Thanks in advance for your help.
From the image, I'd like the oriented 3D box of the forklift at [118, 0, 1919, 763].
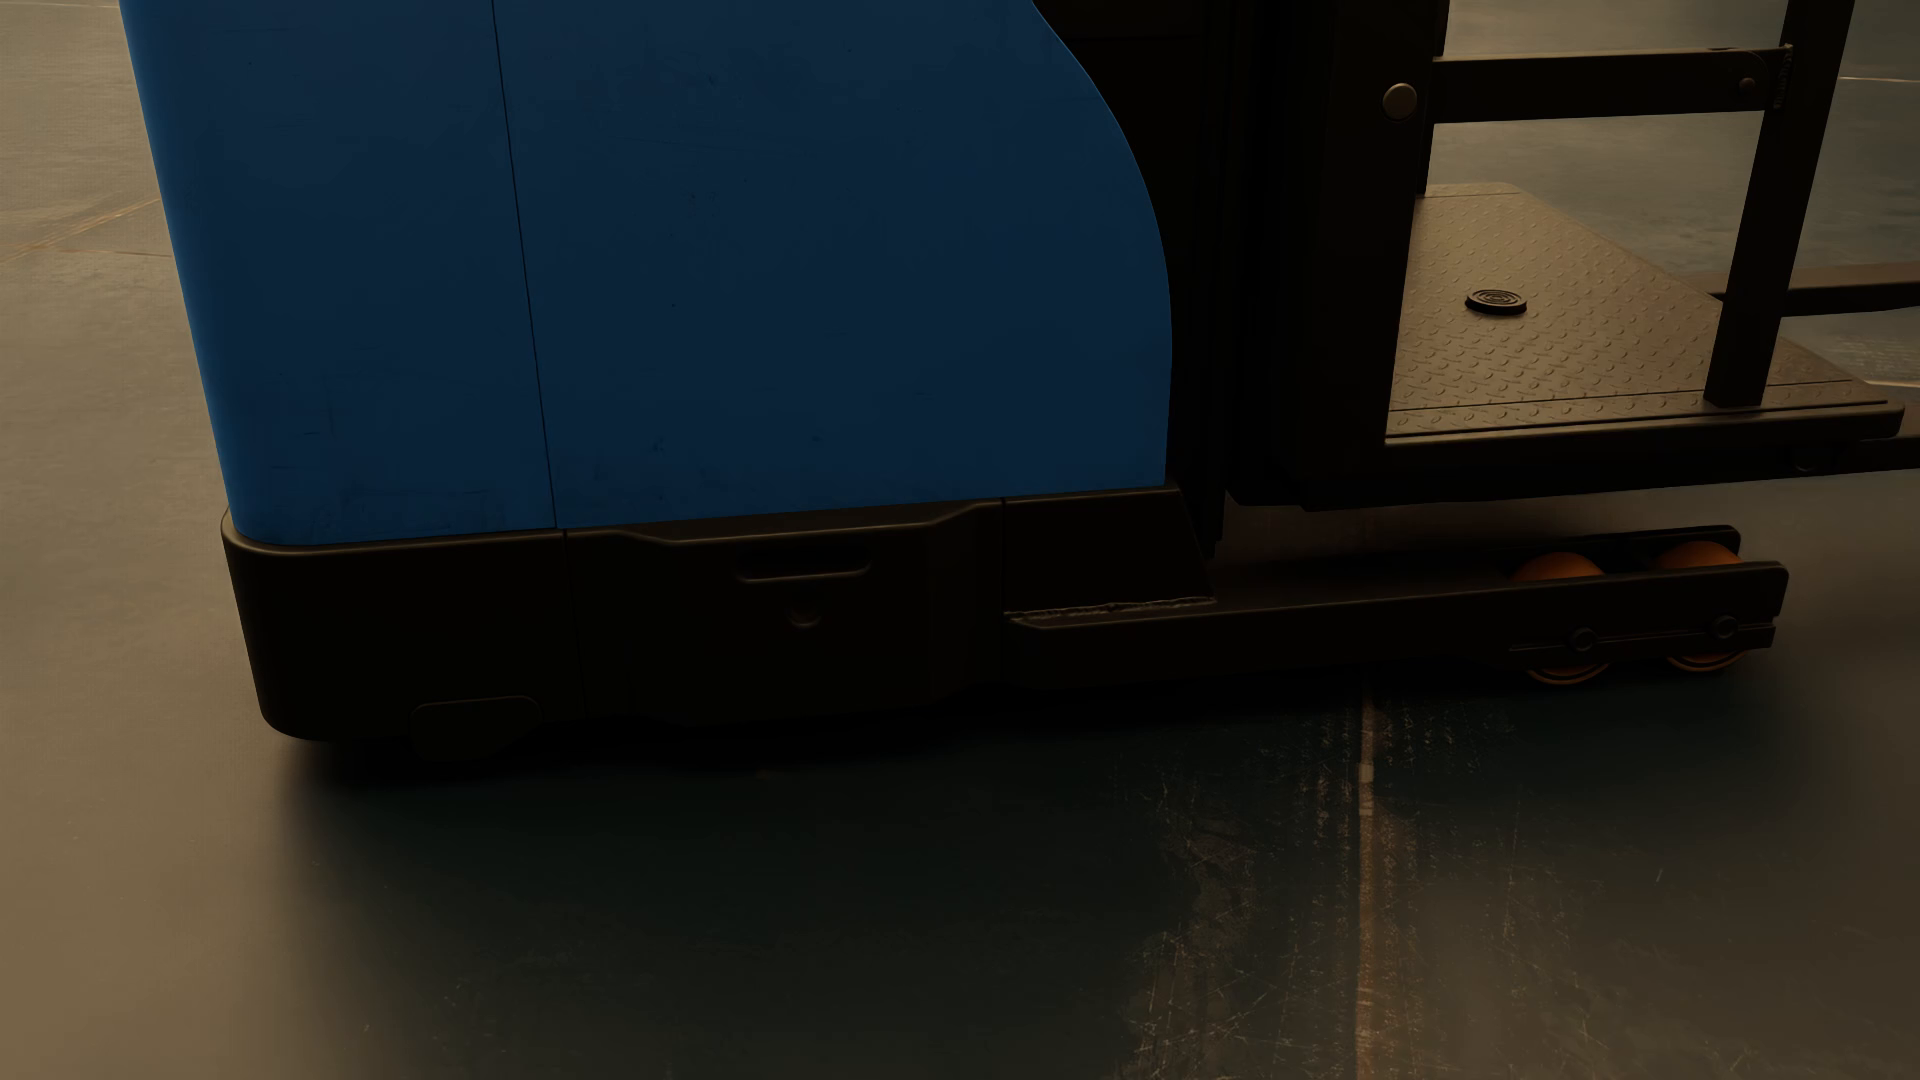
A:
[{"bbox_3d":[0.600,-1.354,1.930,3.031,2.935,1.130,-4,27,-9],"label":"forklift"}]
